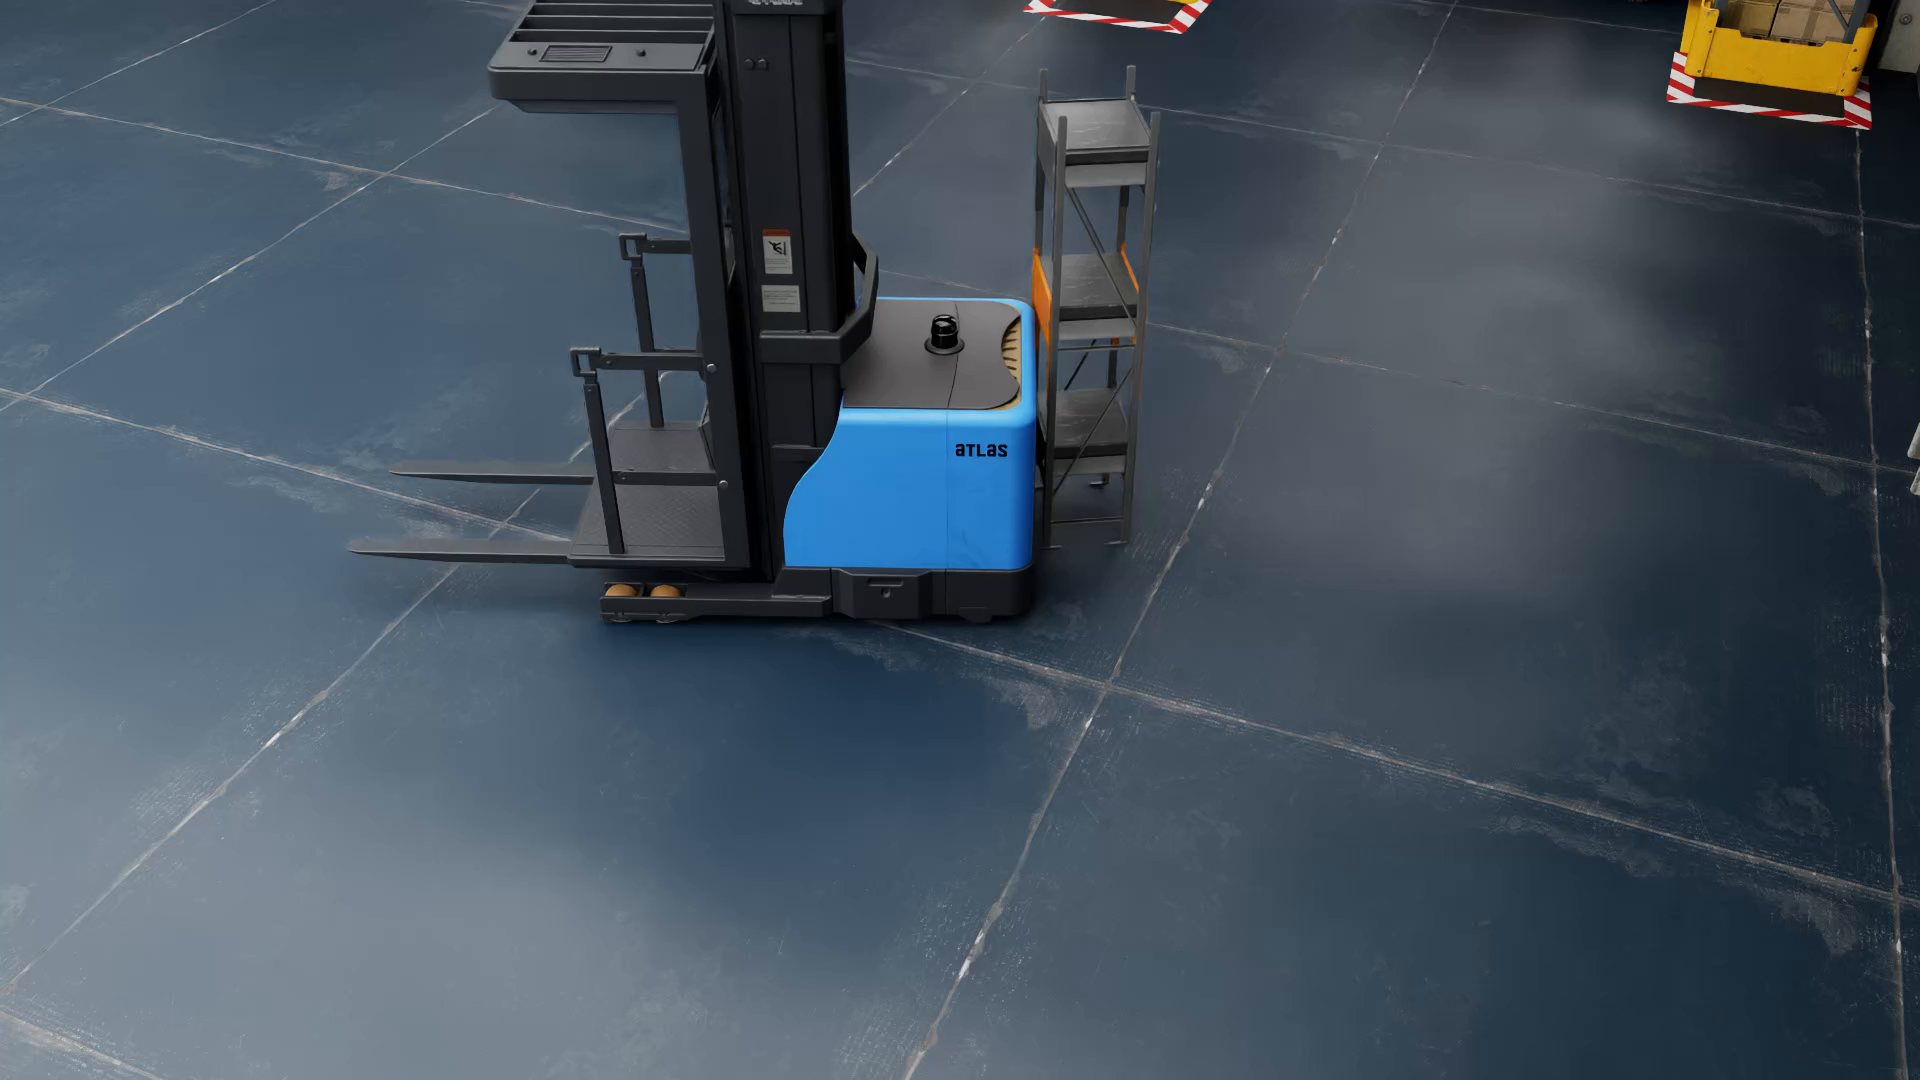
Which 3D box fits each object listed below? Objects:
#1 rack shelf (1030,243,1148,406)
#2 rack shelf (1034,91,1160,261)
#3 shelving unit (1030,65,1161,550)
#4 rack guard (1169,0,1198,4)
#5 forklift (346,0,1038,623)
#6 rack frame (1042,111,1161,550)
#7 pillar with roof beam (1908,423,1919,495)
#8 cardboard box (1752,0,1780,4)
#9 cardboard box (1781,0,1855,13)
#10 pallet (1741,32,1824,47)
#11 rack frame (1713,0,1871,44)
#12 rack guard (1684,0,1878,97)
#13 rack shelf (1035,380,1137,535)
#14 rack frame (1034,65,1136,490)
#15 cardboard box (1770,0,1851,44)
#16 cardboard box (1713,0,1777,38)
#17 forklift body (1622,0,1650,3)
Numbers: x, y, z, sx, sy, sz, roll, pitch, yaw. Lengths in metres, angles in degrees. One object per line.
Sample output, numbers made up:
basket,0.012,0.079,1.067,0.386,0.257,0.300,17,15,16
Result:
rack shelf,0.553,-0.946,7.284,0.431,0.518,0.480,-4,37,-5
rack shelf,0.553,-1.506,6.865,0.431,0.518,0.480,-4,37,-5
shelving unit,0.553,-0.957,7.276,0.431,2.100,0.503,-4,37,-5
rack guard,1.446,-4.814,13.773,1.175,0.500,0.348,14,39,18
forklift,-1.181,-1.126,6.809,3.031,2.935,1.130,1,37,1
rack frame,0.580,-0.811,7.082,0.400,2.100,0.015,-4,37,-5
pillar with roof beam,0.843,-4.886,6.771,9.100,9.000,0.400,14,39,18
cardboard box,5.905,-4.252,12.462,0.500,0.250,0.500,13,39,17
cardboard box,6.380,-4.124,12.291,0.500,0.250,0.500,15,39,19
pallet,6.261,-3.960,12.872,1.003,0.211,1.213,14,39,18
rack frame,6.009,-4.644,11.458,1.000,3.000,0.127,14,39,18
rack guard,6.000,-3.630,12.189,1.175,0.500,0.348,14,39,18
rack shelf,0.553,-0.385,7.703,0.431,0.518,0.480,-4,37,-5
rack frame,0.526,-1.102,7.470,0.400,2.100,0.015,-4,37,-5
cardboard box,6.376,-3.939,12.460,0.500,0.250,0.500,14,39,18
cardboard box,5.895,-4.043,12.600,0.500,0.250,0.500,14,39,18
forklift body,5.043,-5.770,13.673,2.313,2.155,1.214,14,39,18
